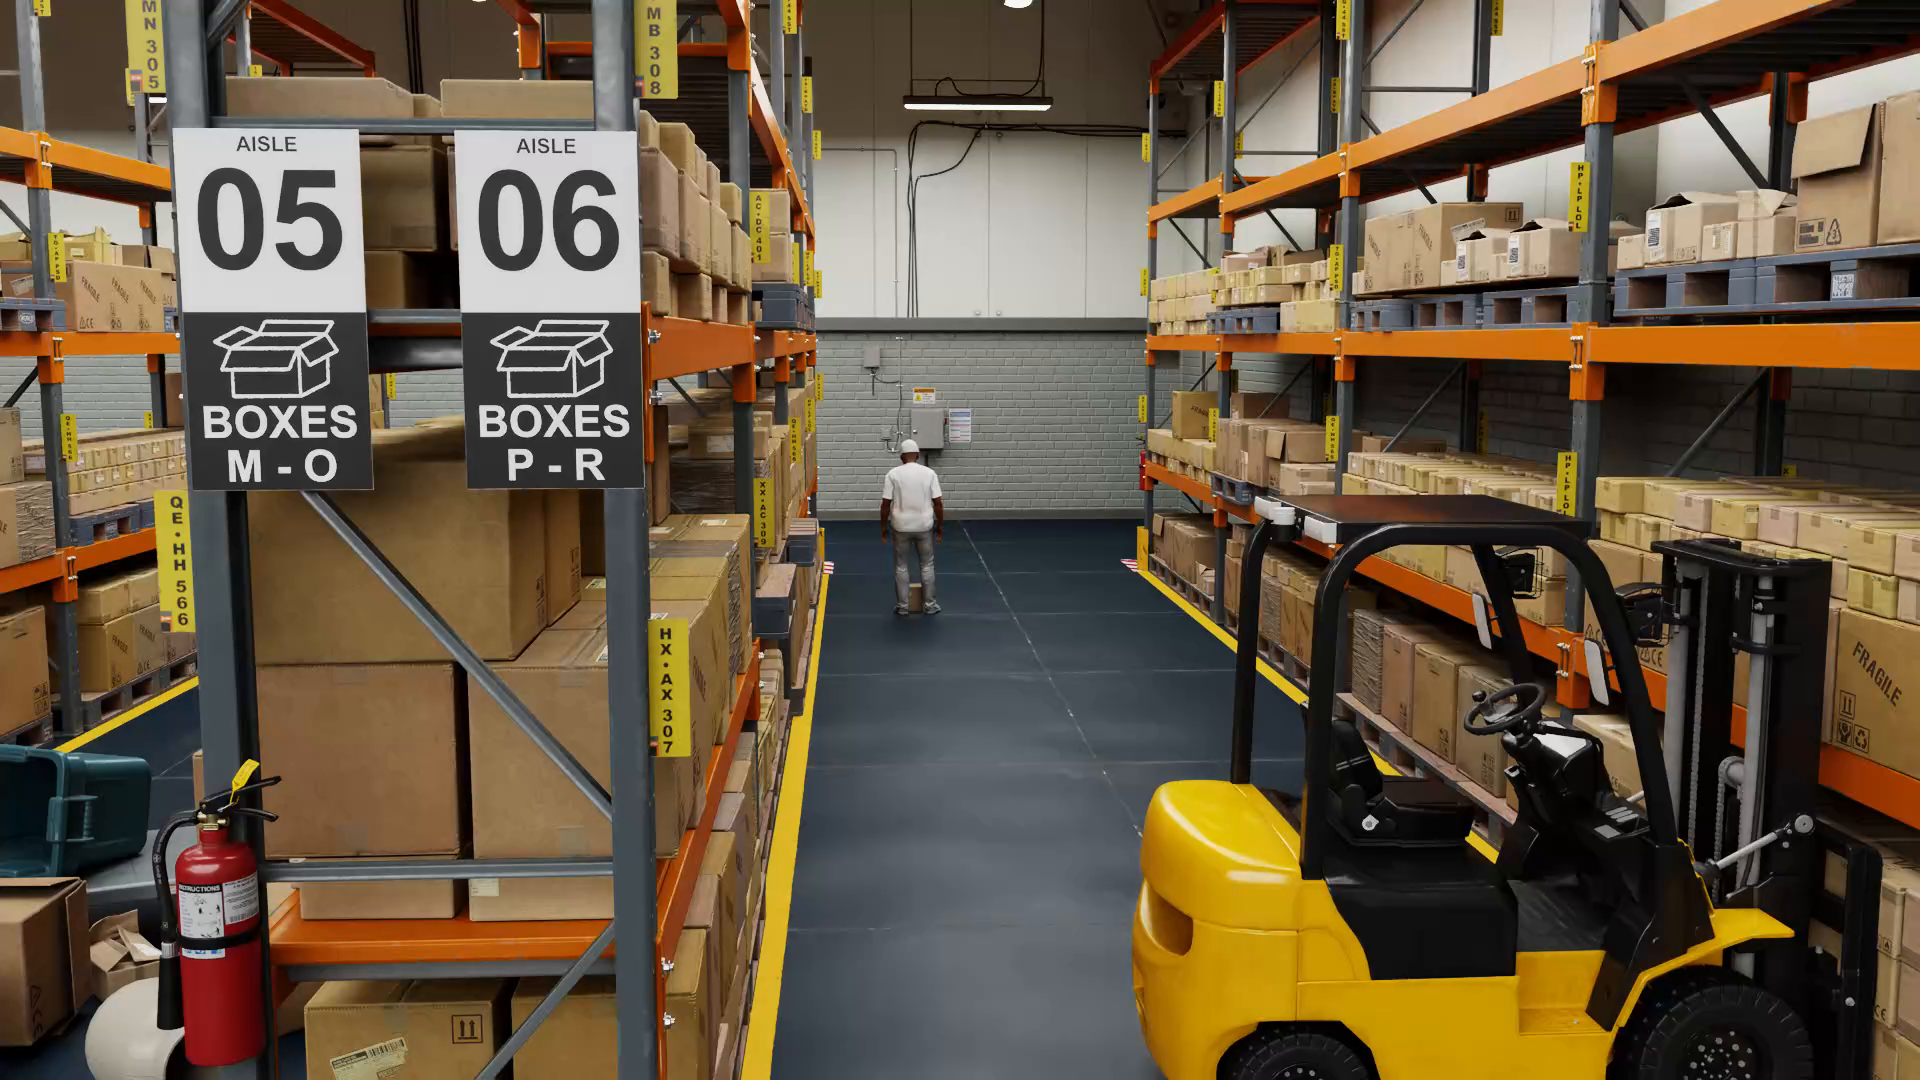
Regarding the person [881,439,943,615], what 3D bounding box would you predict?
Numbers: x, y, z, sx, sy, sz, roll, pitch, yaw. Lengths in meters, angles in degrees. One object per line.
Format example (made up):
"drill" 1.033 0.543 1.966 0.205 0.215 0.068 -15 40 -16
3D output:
"person" -0.484 -0.132 16.773 0.637 1.761 0.456 -1 7 -6
